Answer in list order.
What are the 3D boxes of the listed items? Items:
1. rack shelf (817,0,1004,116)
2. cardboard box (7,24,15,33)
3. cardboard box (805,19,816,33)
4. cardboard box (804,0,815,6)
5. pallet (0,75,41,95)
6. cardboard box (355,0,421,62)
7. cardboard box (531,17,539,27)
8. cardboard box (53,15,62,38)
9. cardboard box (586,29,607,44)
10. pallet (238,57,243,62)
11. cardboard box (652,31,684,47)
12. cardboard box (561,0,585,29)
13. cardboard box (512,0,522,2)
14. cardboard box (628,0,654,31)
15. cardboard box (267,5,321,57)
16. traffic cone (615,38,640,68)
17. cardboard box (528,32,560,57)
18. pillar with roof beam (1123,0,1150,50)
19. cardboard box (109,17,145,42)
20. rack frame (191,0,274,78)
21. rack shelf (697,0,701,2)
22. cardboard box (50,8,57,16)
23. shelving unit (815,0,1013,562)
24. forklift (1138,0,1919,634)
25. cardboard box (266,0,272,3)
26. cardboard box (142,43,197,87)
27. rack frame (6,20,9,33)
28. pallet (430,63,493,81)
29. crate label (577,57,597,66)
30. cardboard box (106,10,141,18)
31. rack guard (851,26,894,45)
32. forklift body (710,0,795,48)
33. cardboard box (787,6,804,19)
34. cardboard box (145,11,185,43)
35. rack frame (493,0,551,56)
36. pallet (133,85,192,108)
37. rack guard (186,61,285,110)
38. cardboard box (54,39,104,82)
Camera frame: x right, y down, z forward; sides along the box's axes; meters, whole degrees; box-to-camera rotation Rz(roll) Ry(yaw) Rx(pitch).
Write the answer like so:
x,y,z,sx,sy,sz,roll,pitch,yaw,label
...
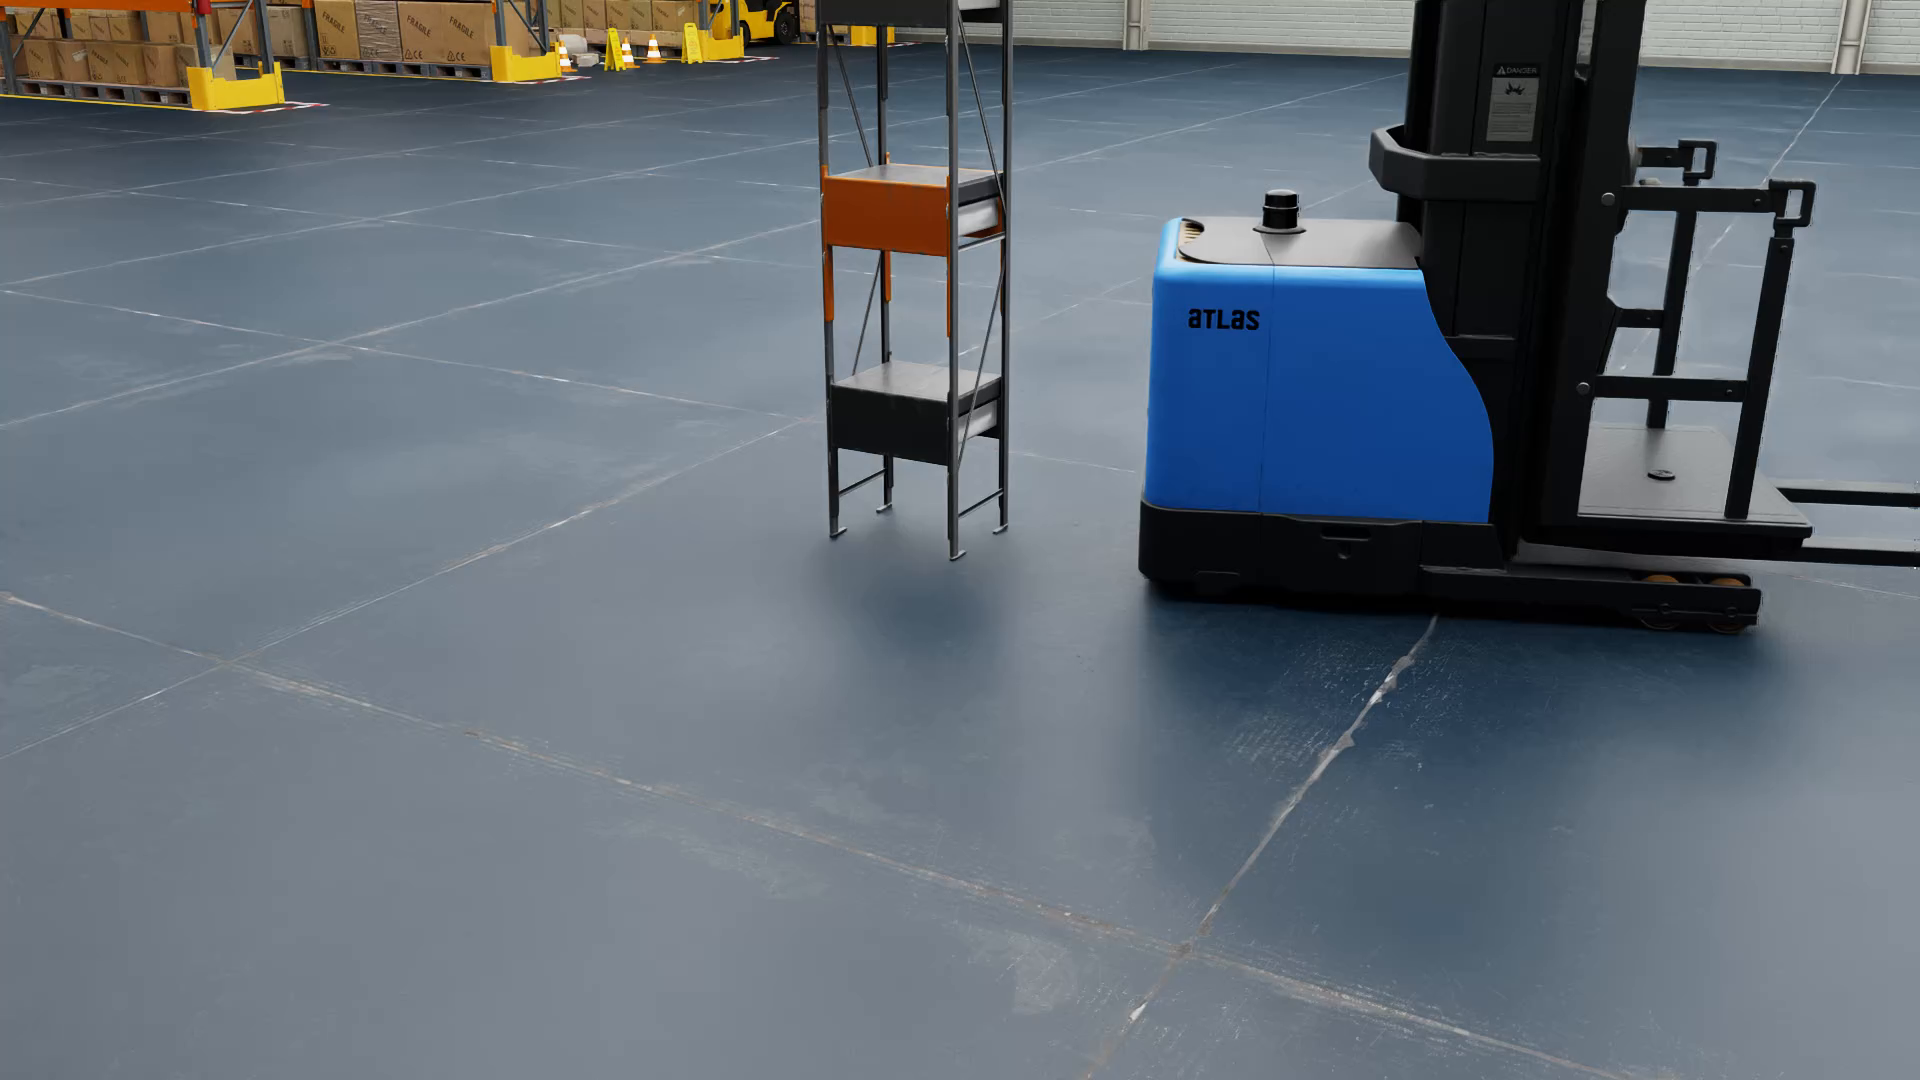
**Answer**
x,y,z,sx,sy,sz,roll,pitch,yaw,label
-0.145,-1.660,5.349,0.480,0.518,0.431,11,23,27,rack shelf
-17.401,-9.273,30.159,0.250,0.149,0.380,11,23,28,cardboard box
-2.745,-10.266,33.184,0.500,0.250,0.500,11,23,27,cardboard box
-2.754,-10.733,33.006,0.500,0.250,0.500,11,23,28,cardboard box
-13.175,-6.346,23.051,1.213,0.211,1.003,11,23,27,pallet
-8.683,-7.912,25.779,0.875,0.875,0.875,11,23,28,cardboard box
-8.120,-9.527,30.968,0.625,0.372,0.950,11,23,28,cardboard box
-15.529,-8.968,29.240,0.500,0.500,0.500,11,23,28,cardboard box
-6.342,-9.032,29.782,0.500,0.250,0.500,10,22,27,cardboard box
-12.828,-8.189,28.131,1.213,0.211,1.003,11,23,27,pallet
-5.027,-8.776,29.078,0.500,0.250,0.500,11,23,27,cardboard box
-6.805,-9.472,29.895,0.500,0.500,0.500,12,23,29,cardboard box
-9.642,-11.737,36.873,0.500,0.500,0.500,10,22,26,cardboard box
-5.453,-9.212,29.179,0.500,0.500,0.500,12,23,29,cardboard box
-10.573,-8.204,26.767,0.750,0.750,1.050,11,23,27,cardboard box
-5.418,-7.921,27.024,0.334,0.463,0.336,11,23,27,traffic cone
-6.937,-8.178,27.673,0.637,0.503,0.797,-4,20,-10,cardboard box
1.219,-12.217,26.347,0.400,9.000,9.100,11,23,27,pillar with roof beam
-14.181,-8.707,28.520,0.500,0.500,0.500,11,23,27,cardboard box
-9.002,-6.863,20.386,0.127,3.000,1.000,11,23,27,rack frame
-5.915,-9.808,29.559,4.000,0.370,1.077,11,23,27,rack shelf
-15.546,-9.318,29.104,0.500,0.250,0.500,12,23,29,cardboard box
-0.145,-1.015,5.583,0.503,2.100,0.431,11,23,27,shelving unit
2.139,-1.286,5.113,3.031,2.935,1.130,3,20,8,forklift
-14.065,-10.928,34.093,0.875,0.875,0.875,12,23,29,cardboard box
-10.078,-6.083,21.287,0.500,0.500,0.500,18,27,41,cardboard box
-16.971,-10.318,29.912,0.127,3.000,1.000,11,23,27,rack frame
-7.231,-7.122,25.189,1.213,0.211,1.003,11,23,27,pallet
-6.135,-7.880,27.389,0.298,0.136,0.250,0,20,-1,crate label
-14.204,-9.064,28.403,0.500,0.250,0.500,10,22,26,cardboard box
-1.731,-10.113,33.010,0.348,0.500,1.175,11,23,27,rack guard
-4.297,-10.665,32.112,1.214,2.155,2.313,11,23,27,forklift body
-3.223,-10.586,33.332,0.500,0.250,0.500,10,22,26,cardboard box
-12.991,-8.665,28.037,0.750,0.750,1.050,10,22,27,cardboard box
-6.495,-8.323,24.411,0.127,3.000,1.000,11,23,27,rack frame
-9.760,-5.711,21.298,1.213,0.211,1.003,11,23,27,pallet
-9.068,-5.701,20.847,0.348,0.500,1.175,11,23,27,rack guard
-11.661,-6.379,22.102,0.500,0.500,0.500,-17,26,-39,cardboard box
